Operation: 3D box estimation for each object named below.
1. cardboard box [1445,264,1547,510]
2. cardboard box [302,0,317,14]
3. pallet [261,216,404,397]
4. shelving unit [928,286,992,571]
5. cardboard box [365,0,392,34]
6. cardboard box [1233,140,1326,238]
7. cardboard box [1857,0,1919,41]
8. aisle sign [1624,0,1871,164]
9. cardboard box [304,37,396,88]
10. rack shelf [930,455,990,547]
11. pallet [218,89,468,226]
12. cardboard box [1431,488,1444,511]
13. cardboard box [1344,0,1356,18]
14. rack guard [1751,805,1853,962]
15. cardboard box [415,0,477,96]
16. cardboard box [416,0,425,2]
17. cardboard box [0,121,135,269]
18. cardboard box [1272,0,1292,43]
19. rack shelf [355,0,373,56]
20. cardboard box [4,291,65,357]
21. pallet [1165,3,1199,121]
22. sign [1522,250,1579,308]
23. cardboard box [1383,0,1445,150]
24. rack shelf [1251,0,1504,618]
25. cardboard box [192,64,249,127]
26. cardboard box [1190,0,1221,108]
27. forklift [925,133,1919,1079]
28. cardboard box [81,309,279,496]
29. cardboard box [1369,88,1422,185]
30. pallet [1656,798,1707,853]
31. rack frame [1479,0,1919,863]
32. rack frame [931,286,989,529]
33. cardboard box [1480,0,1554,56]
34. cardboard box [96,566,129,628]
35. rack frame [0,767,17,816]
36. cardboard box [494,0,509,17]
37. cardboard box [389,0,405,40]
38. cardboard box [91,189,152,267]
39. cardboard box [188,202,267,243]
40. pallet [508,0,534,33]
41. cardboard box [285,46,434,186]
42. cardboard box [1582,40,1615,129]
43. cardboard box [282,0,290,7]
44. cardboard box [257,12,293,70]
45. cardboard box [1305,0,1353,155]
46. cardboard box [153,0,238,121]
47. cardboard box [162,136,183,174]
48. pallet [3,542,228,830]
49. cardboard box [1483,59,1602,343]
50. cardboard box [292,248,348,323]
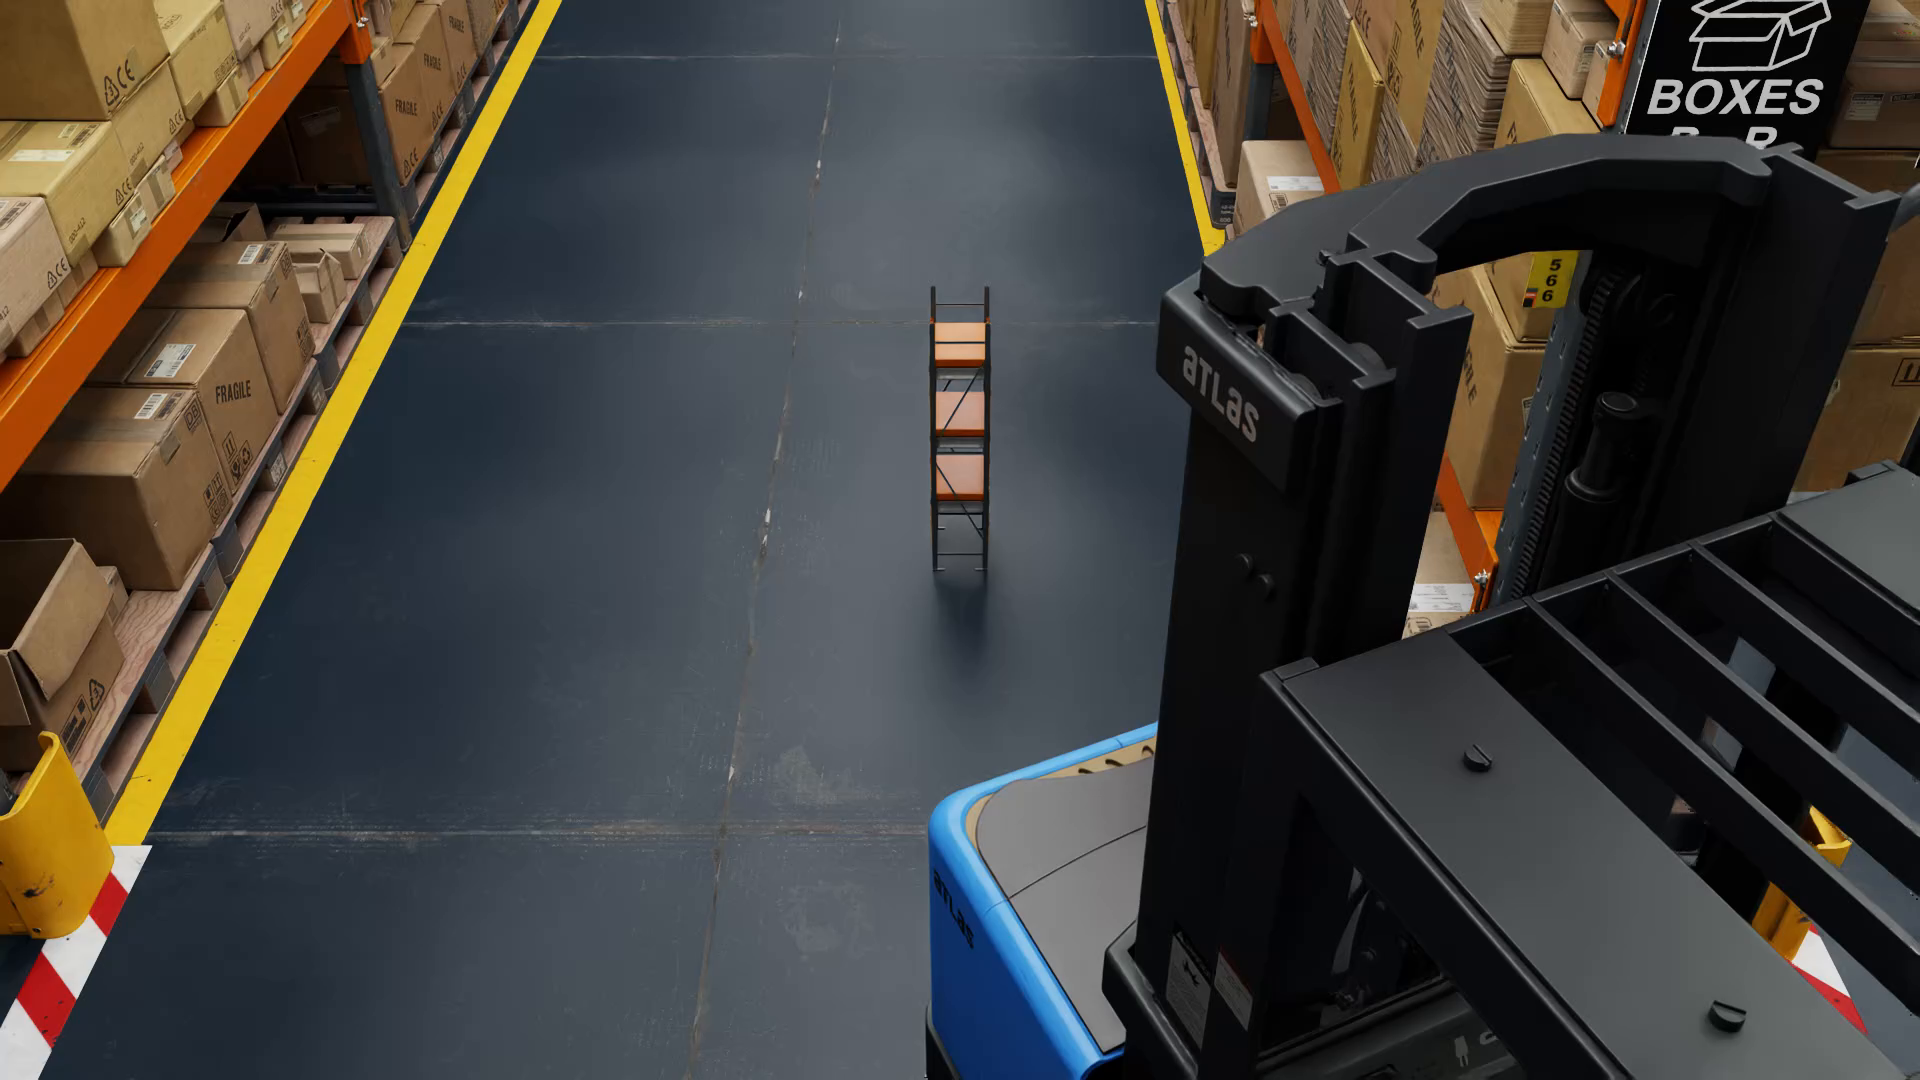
[{"bbox_3d":[1.554,-0.423,4.299,0.500,0.500,0.500,0,39,0],"label":"cardboard box"},{"bbox_3d":[-2.896,-2.281,6.898,0.380,0.149,0.250,0,39,1],"label":"cardboard box"},{"bbox_3d":[-3.149,-1.060,7.405,1.003,0.211,1.213,0,39,0],"label":"pallet"},{"bbox_3d":[0.000,-0.376,5.880,0.215,1.050,0.252,0,39,0],"label":"shelving unit"},{"bbox_3d":[-2.932,-2.523,7.906,0.380,0.149,0.250,-2,39,-2],"label":"cardboard box"},{"bbox_3d":[1.708,-1.355,7.256,0.875,0.438,0.875,-1,39,-1],"label":"cardboard box"},{"bbox_3d":[2.024,-1.151,3.889,0.380,0.149,0.250,1,39,1],"label":"cardboard box"},{"bbox_3d":[1.509,-1.052,3.085,0.394,0.787,0.004,0,39,0],"label":"aisle sign"},{"bbox_3d":[-2.883,-2.244,7.796,0.380,0.149,0.250,2,39,2],"label":"cardboard box"},{"bbox_3d":[0.000,-0.151,6.060,0.215,0.259,0.240,0,39,0],"label":"rack shelf"},{"bbox_3d":[-3.188,-1.999,8.575,1.003,0.211,1.213,0,39,0],"label":"pallet"},{"bbox_3d":[1.709,-0.232,5.854,0.875,0.438,0.875,1,39,1],"label":"cardboard box"},{"bbox_3d":[1.557,-2.079,5.566,0.500,0.500,0.500,1,39,1],"label":"cardboard box"},{"bbox_3d":[1.819,0.908,4.717,1.175,0.500,0.348,0,39,0],"label":"rack guard"},{"bbox_3d":[-2.931,-2.714,8.902,0.500,0.500,0.500,-1,39,-1],"label":"cardboard box"},{"bbox_3d":[-2.950,-2.906,8.621,0.380,0.149,0.250,0,39,0],"label":"cardboard box"},{"bbox_3d":[-2.880,-1.051,5.044,0.500,0.250,0.500,-1,39,-1],"label":"cardboard box"},{"bbox_3d":[1.553,-2.329,6.678,0.500,0.500,0.500,1,39,1],"label":"cardboard box"},{"bbox_3d":[-3.151,-3.548,8.854,1.077,0.370,4.000,0,39,0],"label":"rack shelf"},{"bbox_3d":[-2.891,-0.666,4.883,0.380,0.149,0.250,1,39,1],"label":"cardboard box"},{"bbox_3d":[1.734,-2.743,9.504,1.003,0.211,1.213,0,39,0],"label":"pallet"},{"bbox_3d":[1.277,-0.635,3.529,0.100,0.325,0.005,0,39,0],"label":"sign"},{"bbox_3d":[1.553,-1.449,4.780,0.500,0.500,0.500,0,39,0],"label":"cardboard box"},{"bbox_3d":[1.817,-1.053,5.740,1.077,0.370,4.000,0,39,0],"label":"rack shelf"},{"bbox_3d":[-2.848,-1.632,6.089,0.380,0.149,0.250,-1,39,-1],"label":"cardboard box"},{"bbox_3d":[1.725,-2.871,8.798,0.875,0.875,0.875,1,39,1],"label":"cardboard box"},{"bbox_3d":[0.991,0.997,2.662,1.130,2.935,3.031,-16,41,-19],"label":"forklift"},{"bbox_3d":[-2.913,-0.513,6.155,0.500,0.500,0.500,1,39,1],"label":"cardboard box"},{"bbox_3d":[1.558,-1.059,5.092,0.500,0.500,0.500,1,39,1],"label":"cardboard box"},{"bbox_3d":[1.740,0.506,5.450,1.003,0.211,1.213,0,39,0],"label":"pallet"},{"bbox_3d":[1.819,-0.083,3.955,1.000,3.000,0.127,0,39,0],"label":"rack frame"},{"bbox_3d":[0.000,-0.453,5.975,0.200,1.050,0.008,0,39,0],"label":"rack frame"},{"bbox_3d":[1.510,-1.309,4.087,0.380,0.149,0.250,0,39,0],"label":"cardboard box"},{"bbox_3d":[-3.012,0.224,5.516,0.380,0.149,0.250,-1,39,-2],"label":"cardboard box"},{"bbox_3d":[-3.144,-0.077,3.947,1.000,3.000,0.127,0,39,0],"label":"rack frame"},{"bbox_3d":[-2.945,-3.364,9.712,0.500,0.500,0.500,2,39,2],"label":"cardboard box"},{"bbox_3d":[-2.973,-2.578,8.213,0.380,0.149,0.250,-2,39,-2],"label":"cardboard box"},{"bbox_3d":[-2.822,-0.990,5.288,0.380,0.149,0.250,-1,39,-1],"label":"cardboard box"},{"bbox_3d":[-3.385,-1.280,7.262,0.500,0.311,0.500,1,39,2],"label":"cardboard box"},{"bbox_3d":[-3.191,-3.524,10.479,1.003,0.211,1.213,0,39,0],"label":"pallet"},{"bbox_3d":[-2.925,-2.069,8.097,0.500,0.500,0.500,2,39,2],"label":"cardboard box"},{"bbox_3d":[1.619,-0.989,3.688,0.380,0.149,0.250,0,39,1],"label":"cardboard box"},{"bbox_3d":[-2.905,-2.317,6.625,0.500,0.250,0.500,1,39,1],"label":"cardboard box"},{"bbox_3d":[-2.850,-1.956,6.493,0.380,0.149,0.250,1,39,1],"label":"cardboard box"},{"bbox_3d":[1.544,-1.704,5.897,0.500,0.500,0.500,0,39,0],"label":"cardboard box"},{"bbox_3d":[-2.902,-1.692,5.845,0.500,0.250,0.500,0,39,0],"label":"cardboard box"},{"bbox_3d":[-2.912,-1.316,5.694,0.380,0.149,0.250,0,39,0],"label":"cardboard box"},{"bbox_3d":[-3.146,0.465,5.501,1.003,0.211,1.213,0,39,0],"label":"pallet"},{"bbox_3d":[1.581,-0.813,3.987,0.500,0.500,0.500,1,39,1],"label":"cardboard box"},{"bbox_3d":[-2.854,-1.104,7.079,0.396,0.266,0.258,1,39,2],"label":"cardboard box"}]
